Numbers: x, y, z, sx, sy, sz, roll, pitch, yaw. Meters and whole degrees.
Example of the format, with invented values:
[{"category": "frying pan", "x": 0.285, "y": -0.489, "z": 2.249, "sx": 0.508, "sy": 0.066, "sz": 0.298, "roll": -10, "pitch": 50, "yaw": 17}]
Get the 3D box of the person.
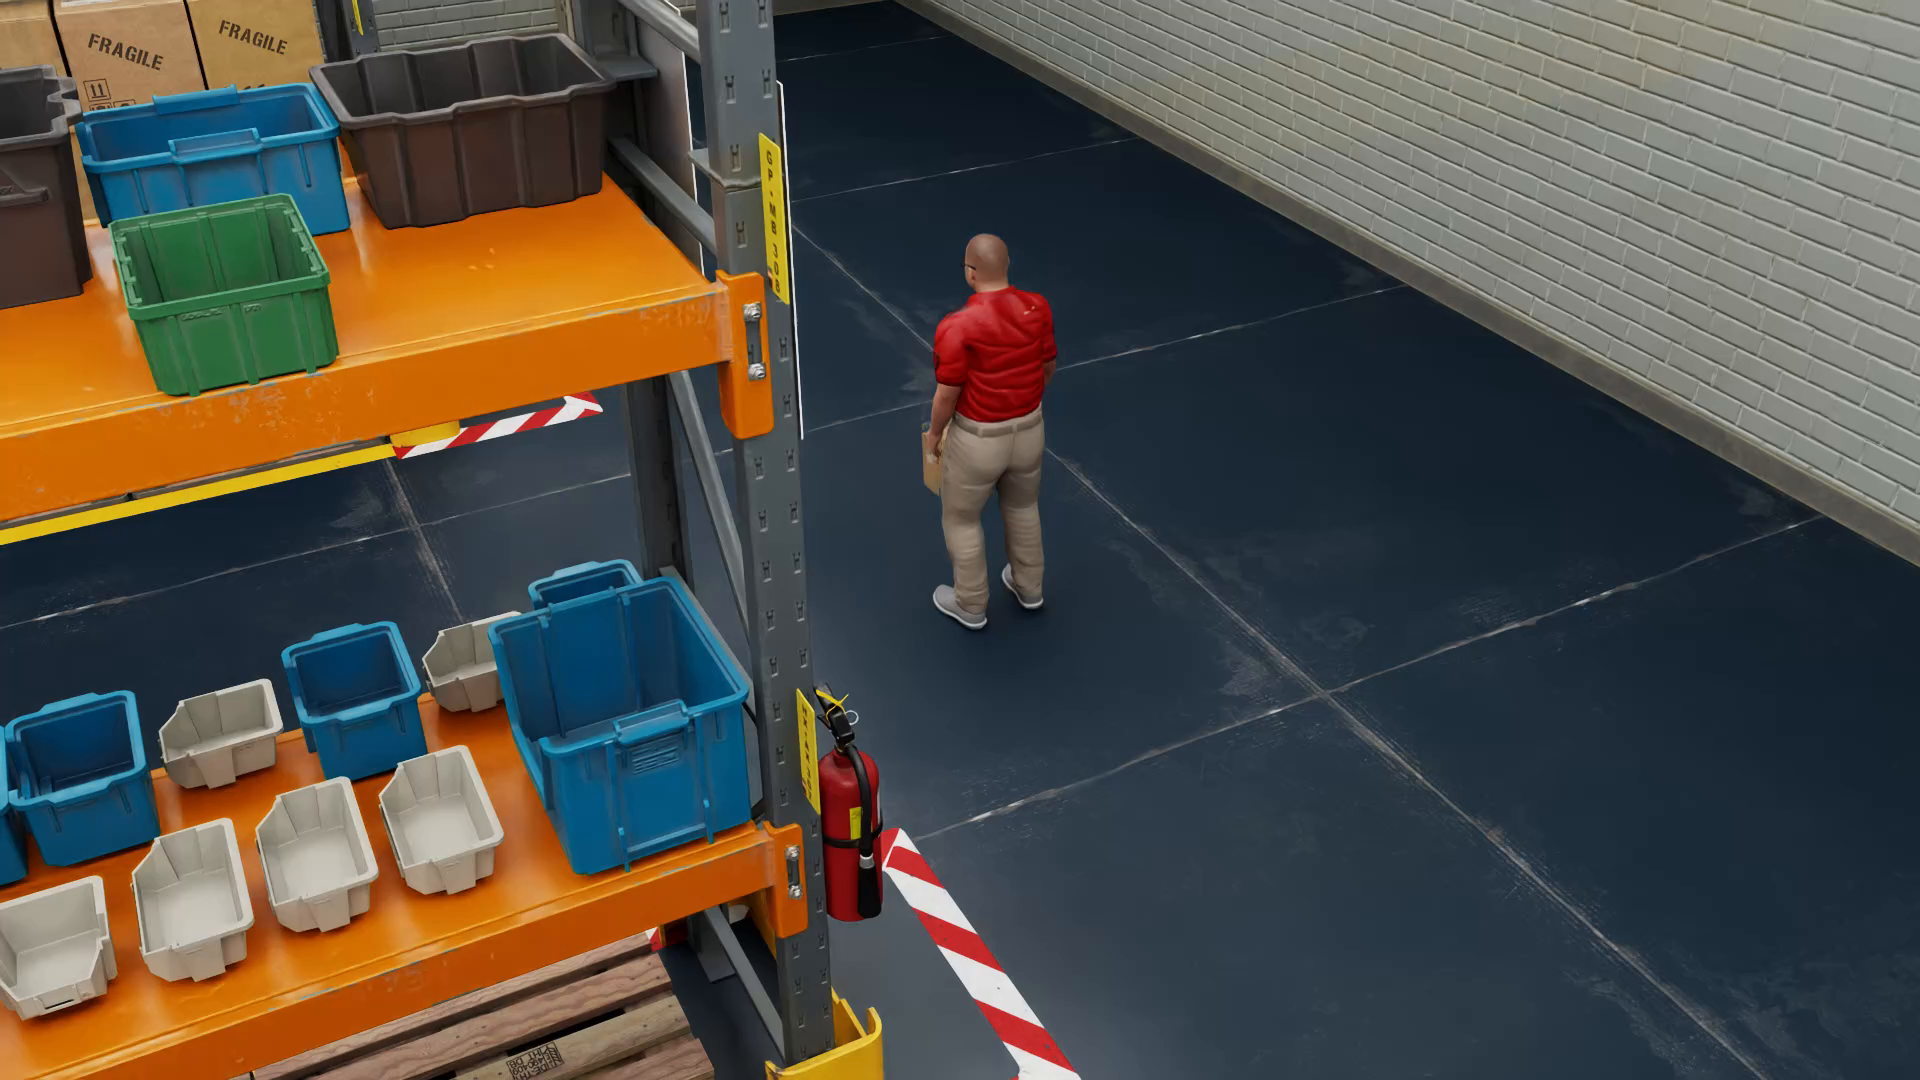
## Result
[{"category": "person", "x": 0.126, "y": -0.434, "z": 6.819, "sx": 0.553, "sy": 1.732, "sz": 0.393, "roll": -17, "pitch": 36, "yaw": -24}]
